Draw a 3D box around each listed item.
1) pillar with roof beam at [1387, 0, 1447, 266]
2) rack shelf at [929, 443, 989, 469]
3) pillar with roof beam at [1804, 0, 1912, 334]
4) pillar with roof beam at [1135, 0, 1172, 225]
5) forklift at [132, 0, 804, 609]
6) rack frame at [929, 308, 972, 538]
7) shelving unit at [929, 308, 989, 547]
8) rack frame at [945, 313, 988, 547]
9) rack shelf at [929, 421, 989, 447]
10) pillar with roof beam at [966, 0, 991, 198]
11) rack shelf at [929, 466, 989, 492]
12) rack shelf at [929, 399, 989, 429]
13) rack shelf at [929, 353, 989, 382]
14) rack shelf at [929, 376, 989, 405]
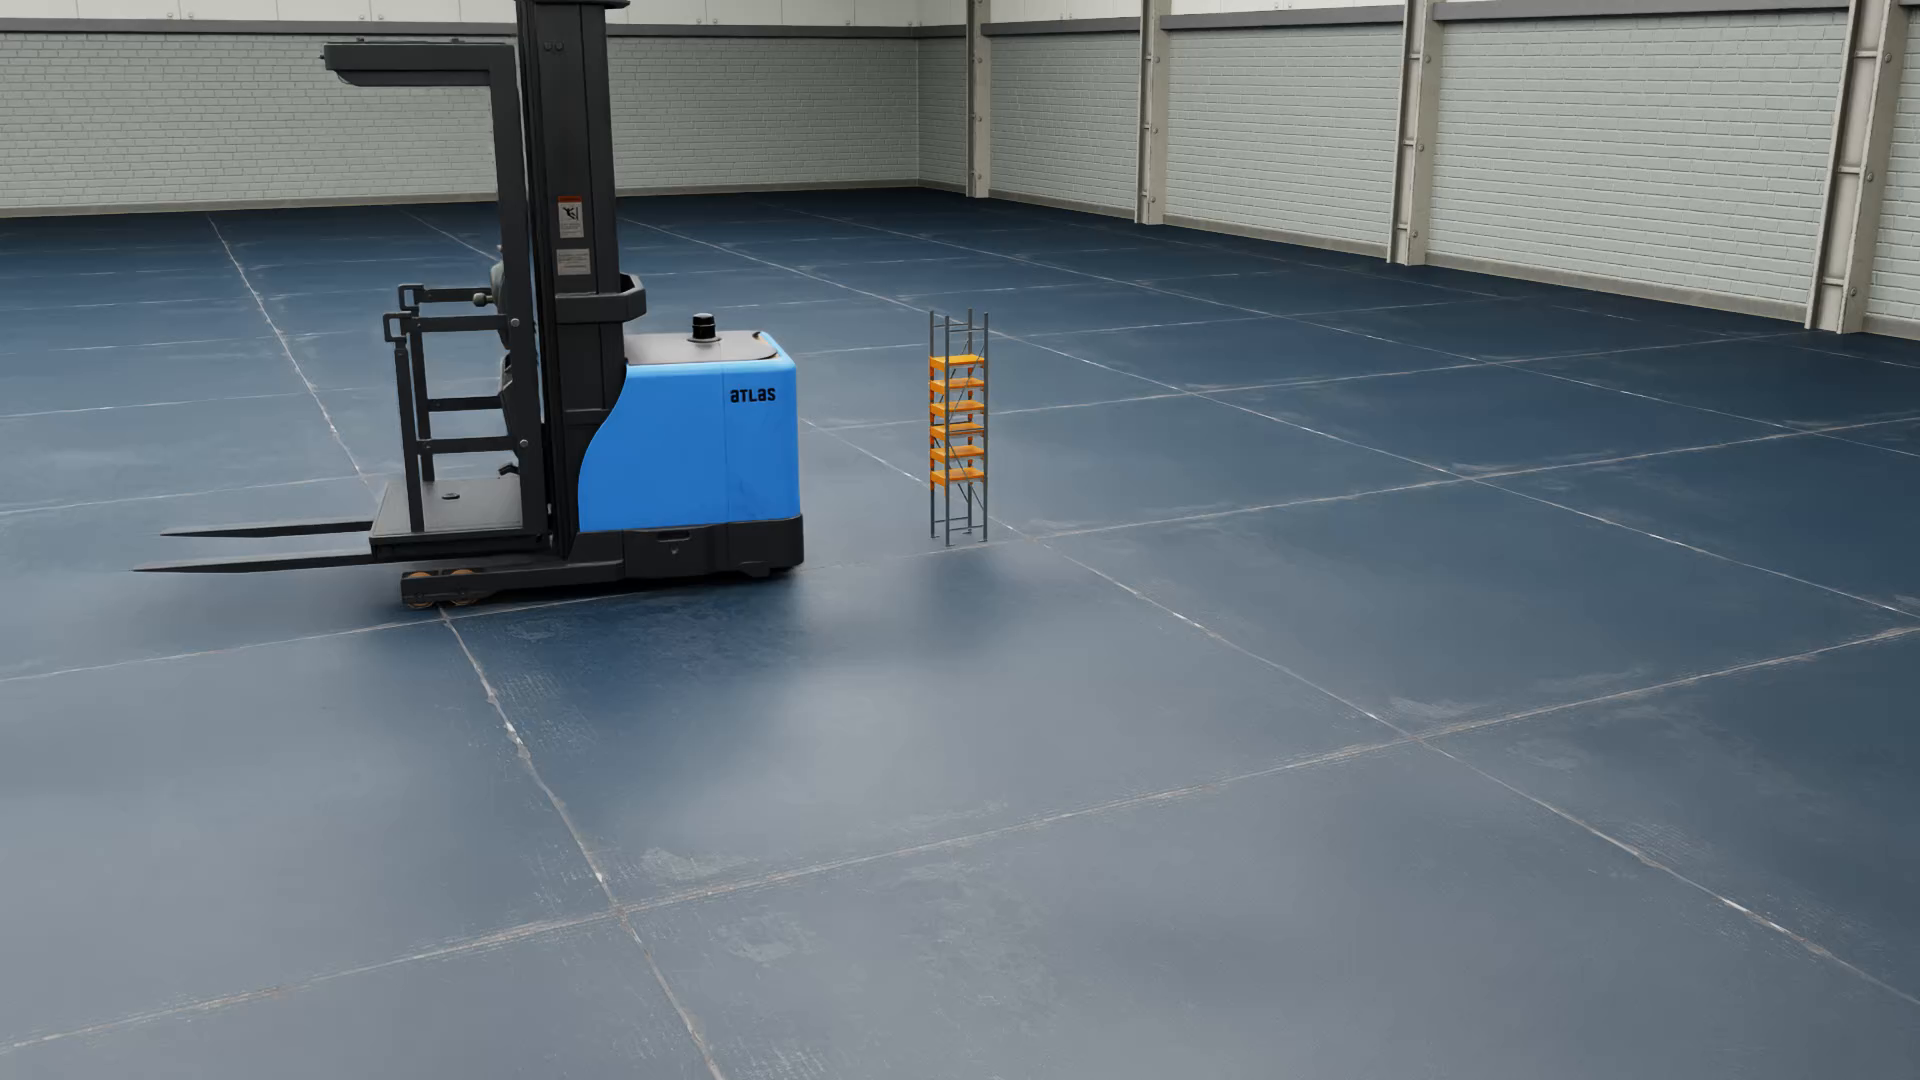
[{"bbox_3d":[1.723,-7.273,17.780,9.100,9.000,0.400,-8,18,-25],"label":"pillar with roof beam"},{"bbox_3d":[-0.006,-0.422,8.643,0.258,0.103,0.180,-8,18,-25],"label":"rack shelf"},{"bbox_3d":[4.352,-5.785,12.595,9.100,9.000,0.400,-8,18,-25],"label":"pillar with roof beam"},{"bbox_3d":[-0.905,-8.760,22.964,9.100,9.000,0.400,-8,18,-25],"label":"pillar with roof beam"},{"bbox_3d":[-2.338,-1.253,7.802,3.031,2.935,1.130,-4,16,-14],"label":"forklift"},{"bbox_3d":[-0.046,-0.603,8.677,0.240,1.200,0.006,-8,18,-25],"label":"rack frame"},{"bbox_3d":[-0.006,-0.580,8.598,0.258,1.200,0.189,-8,18,-25],"label":"shelving unit"},{"bbox_3d":[0.034,-0.558,8.519,0.240,1.200,0.006,-8,18,-25],"label":"rack frame"},{"bbox_3d":[-0.006,-0.538,8.610,0.258,0.103,0.180,-8,18,-25],"label":"rack shelf"},{"bbox_3d":[-3.534,-10.248,28.148,9.100,9.000,0.400,-8,18,-25],"label":"pillar with roof beam"},{"bbox_3d":[-0.006,-0.307,8.676,0.258,0.103,0.180,-8,18,-25],"label":"rack shelf"},{"bbox_3d":[-0.006,-0.653,8.577,0.258,0.103,0.180,-8,18,-25],"label":"rack shelf"},{"bbox_3d":[-0.006,-0.884,8.511,0.258,0.103,0.180,-8,18,-25],"label":"rack shelf"},{"bbox_3d":[-0.006,-0.768,8.544,0.258,0.103,0.180,-8,18,-25],"label":"rack shelf"}]
